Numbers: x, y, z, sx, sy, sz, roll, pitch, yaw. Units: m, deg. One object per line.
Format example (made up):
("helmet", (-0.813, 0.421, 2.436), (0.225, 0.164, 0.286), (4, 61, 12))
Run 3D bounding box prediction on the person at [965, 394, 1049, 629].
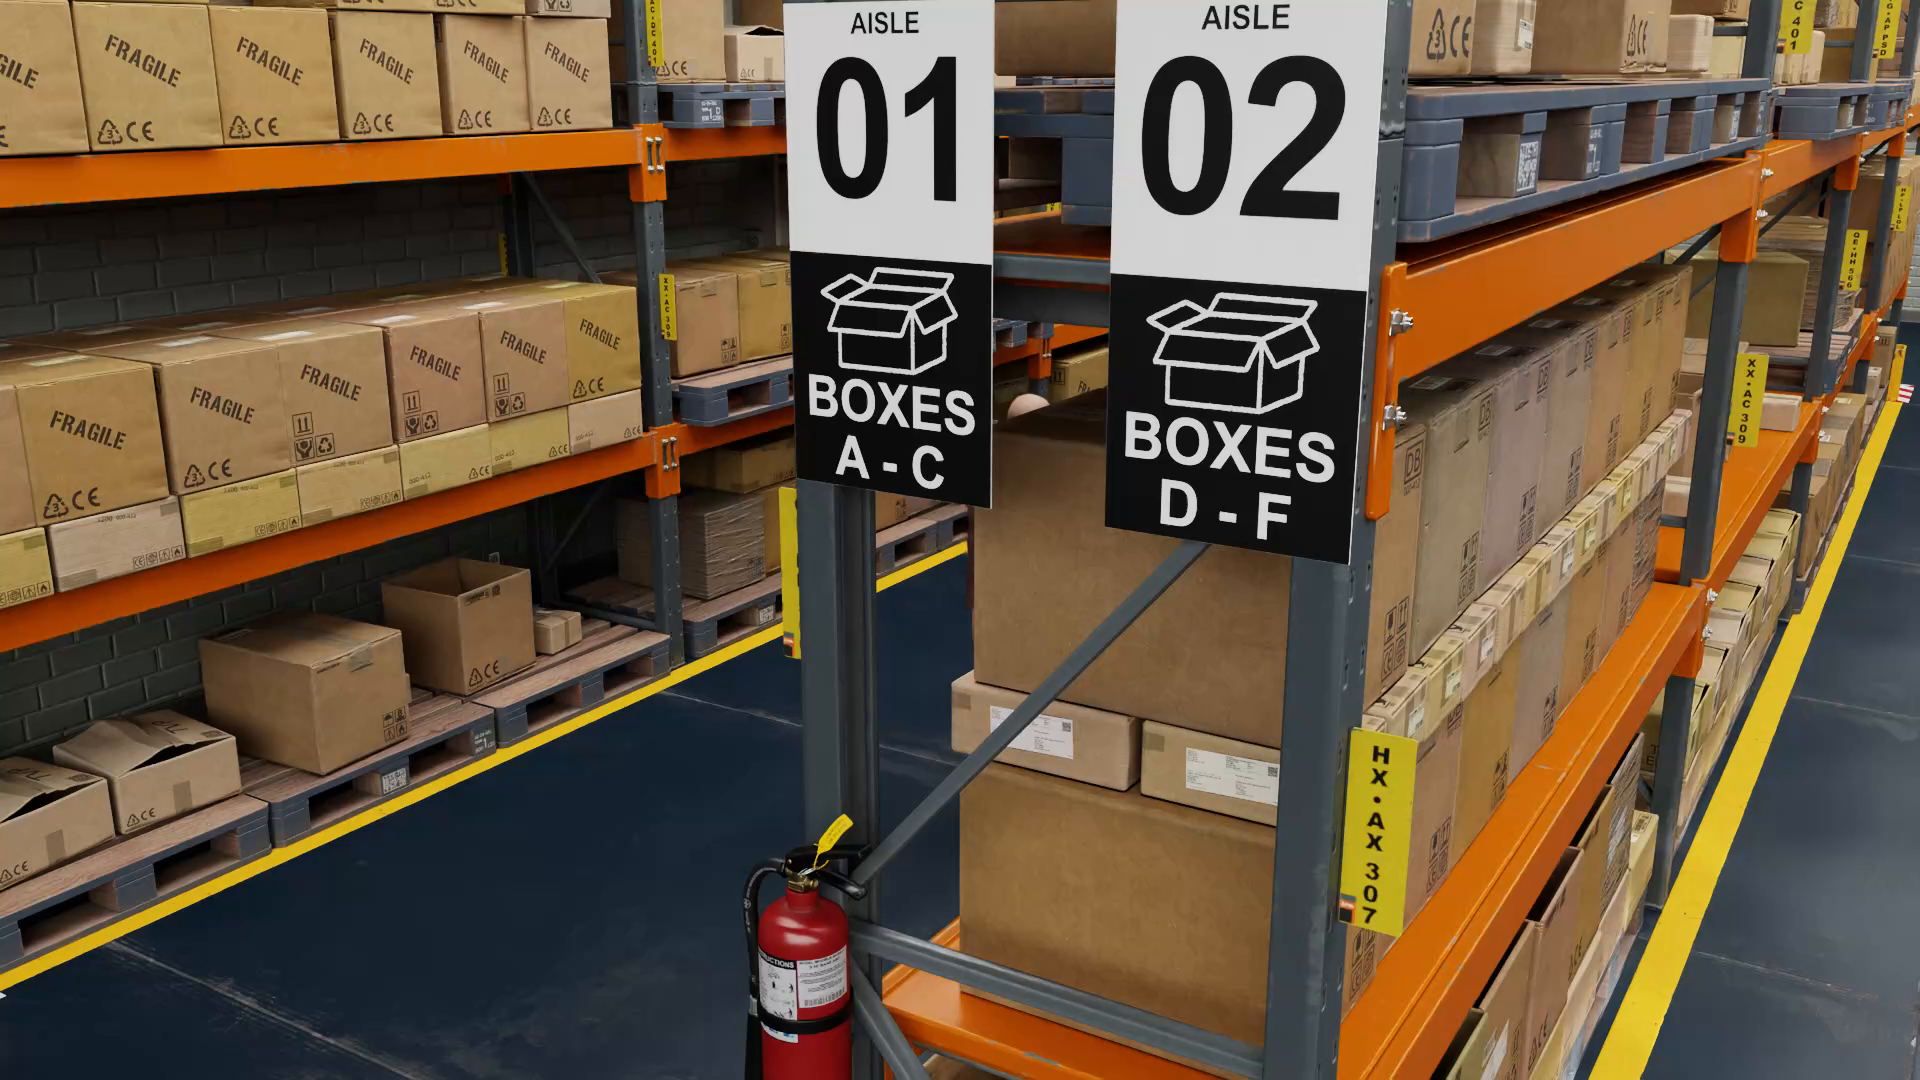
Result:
("person", (0.315, 0.278, 7.087), (0.526, 1.794, 0.623), (14, 21, 41))
